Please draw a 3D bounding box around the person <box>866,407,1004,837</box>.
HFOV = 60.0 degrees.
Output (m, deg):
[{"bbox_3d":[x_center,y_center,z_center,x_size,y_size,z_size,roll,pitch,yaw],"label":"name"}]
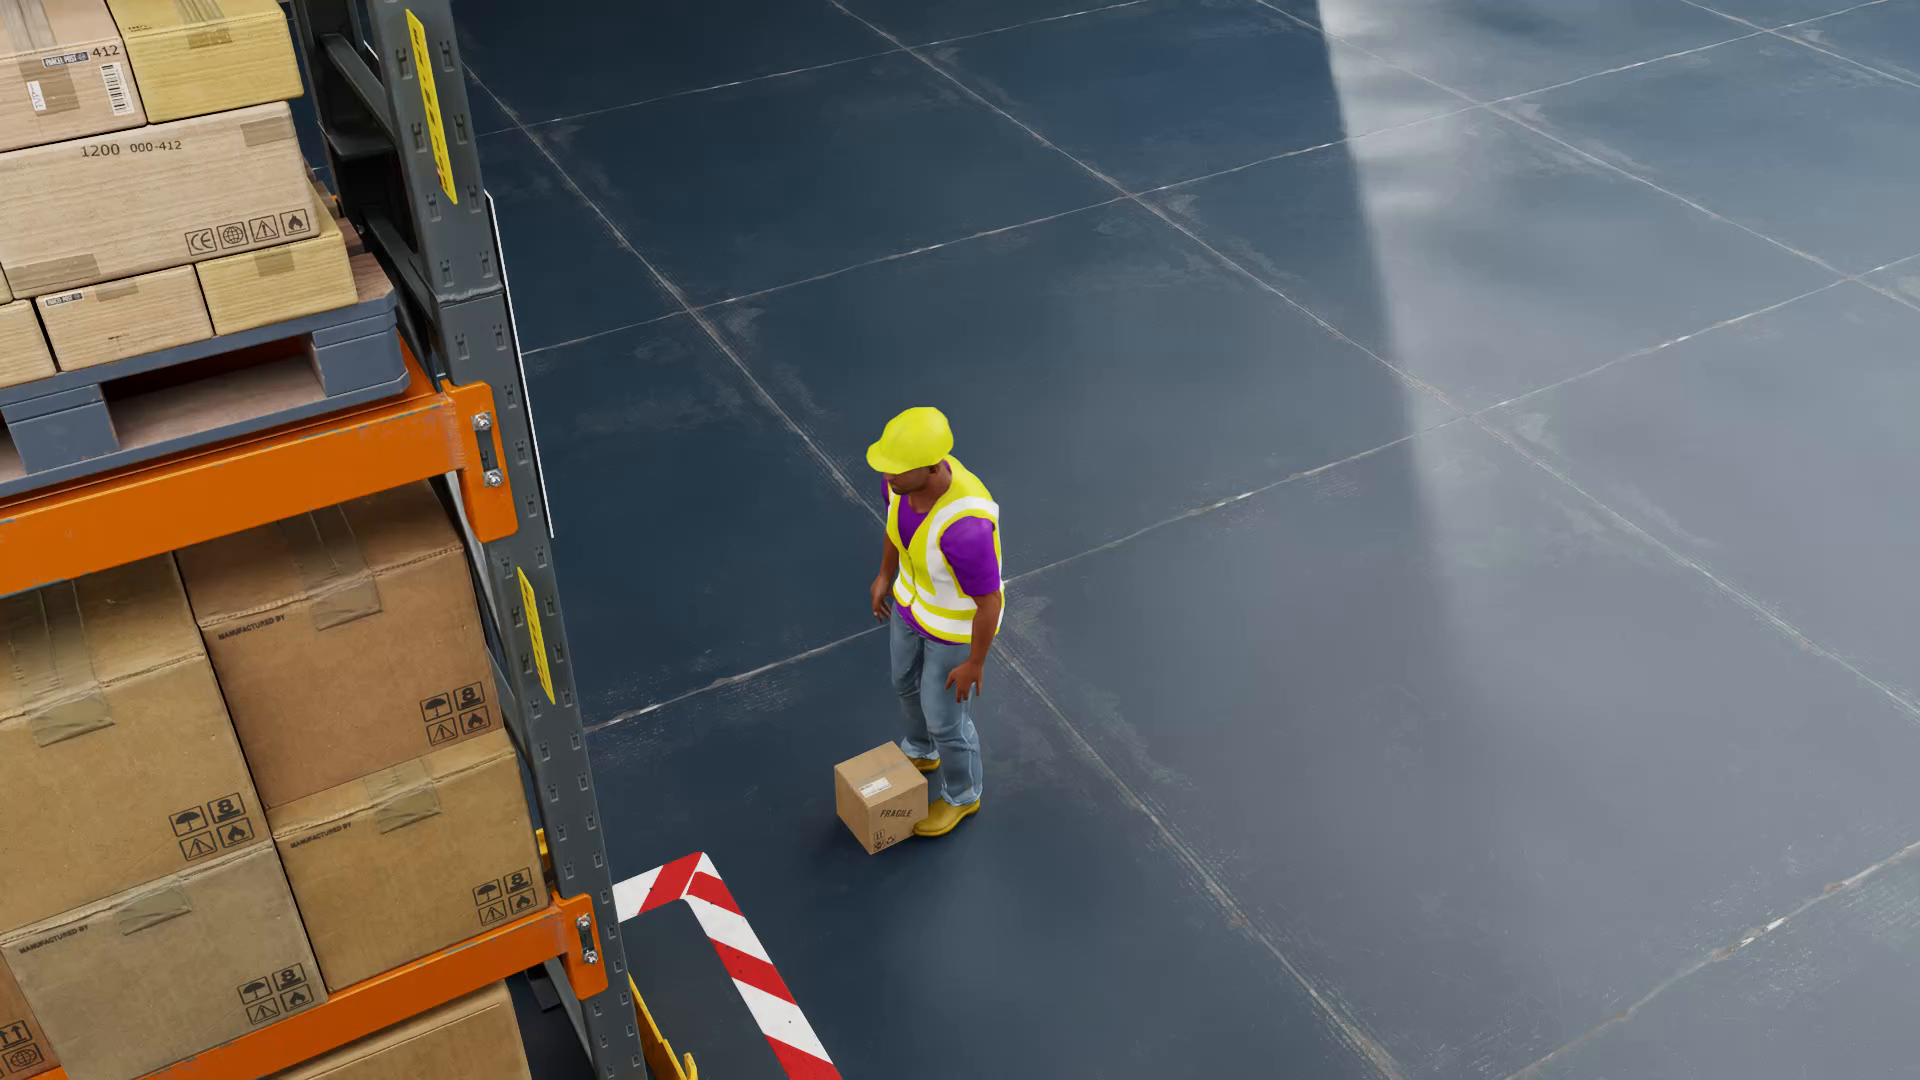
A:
[{"bbox_3d":[-0.100,0.273,5.769,0.460,1.757,0.637,-20,41,-25],"label":"person"}]
